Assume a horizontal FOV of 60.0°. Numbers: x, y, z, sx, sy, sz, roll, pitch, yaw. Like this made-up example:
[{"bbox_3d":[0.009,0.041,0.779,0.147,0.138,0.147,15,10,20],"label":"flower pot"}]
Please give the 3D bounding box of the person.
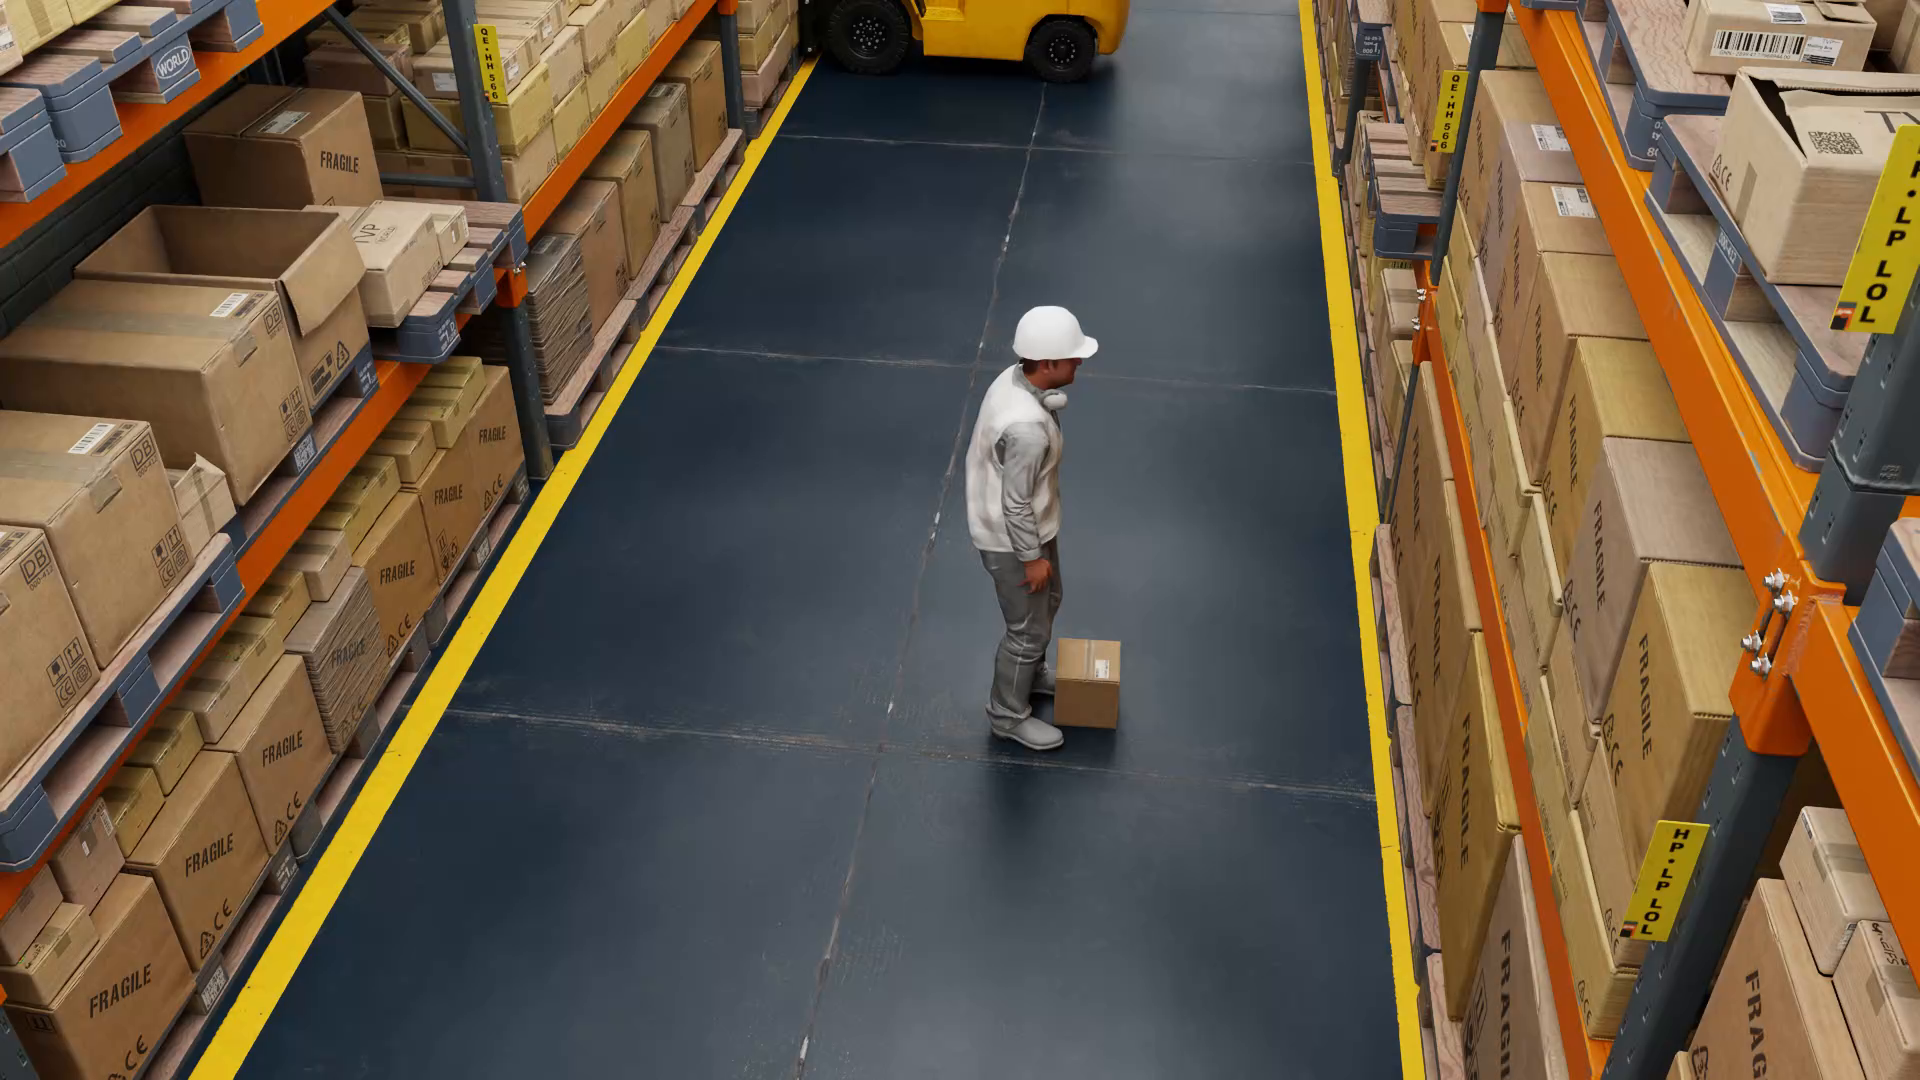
[{"bbox_3d":[0.255,-0.064,6.213,0.469,1.772,0.594,2,36,3],"label":"person"}]
